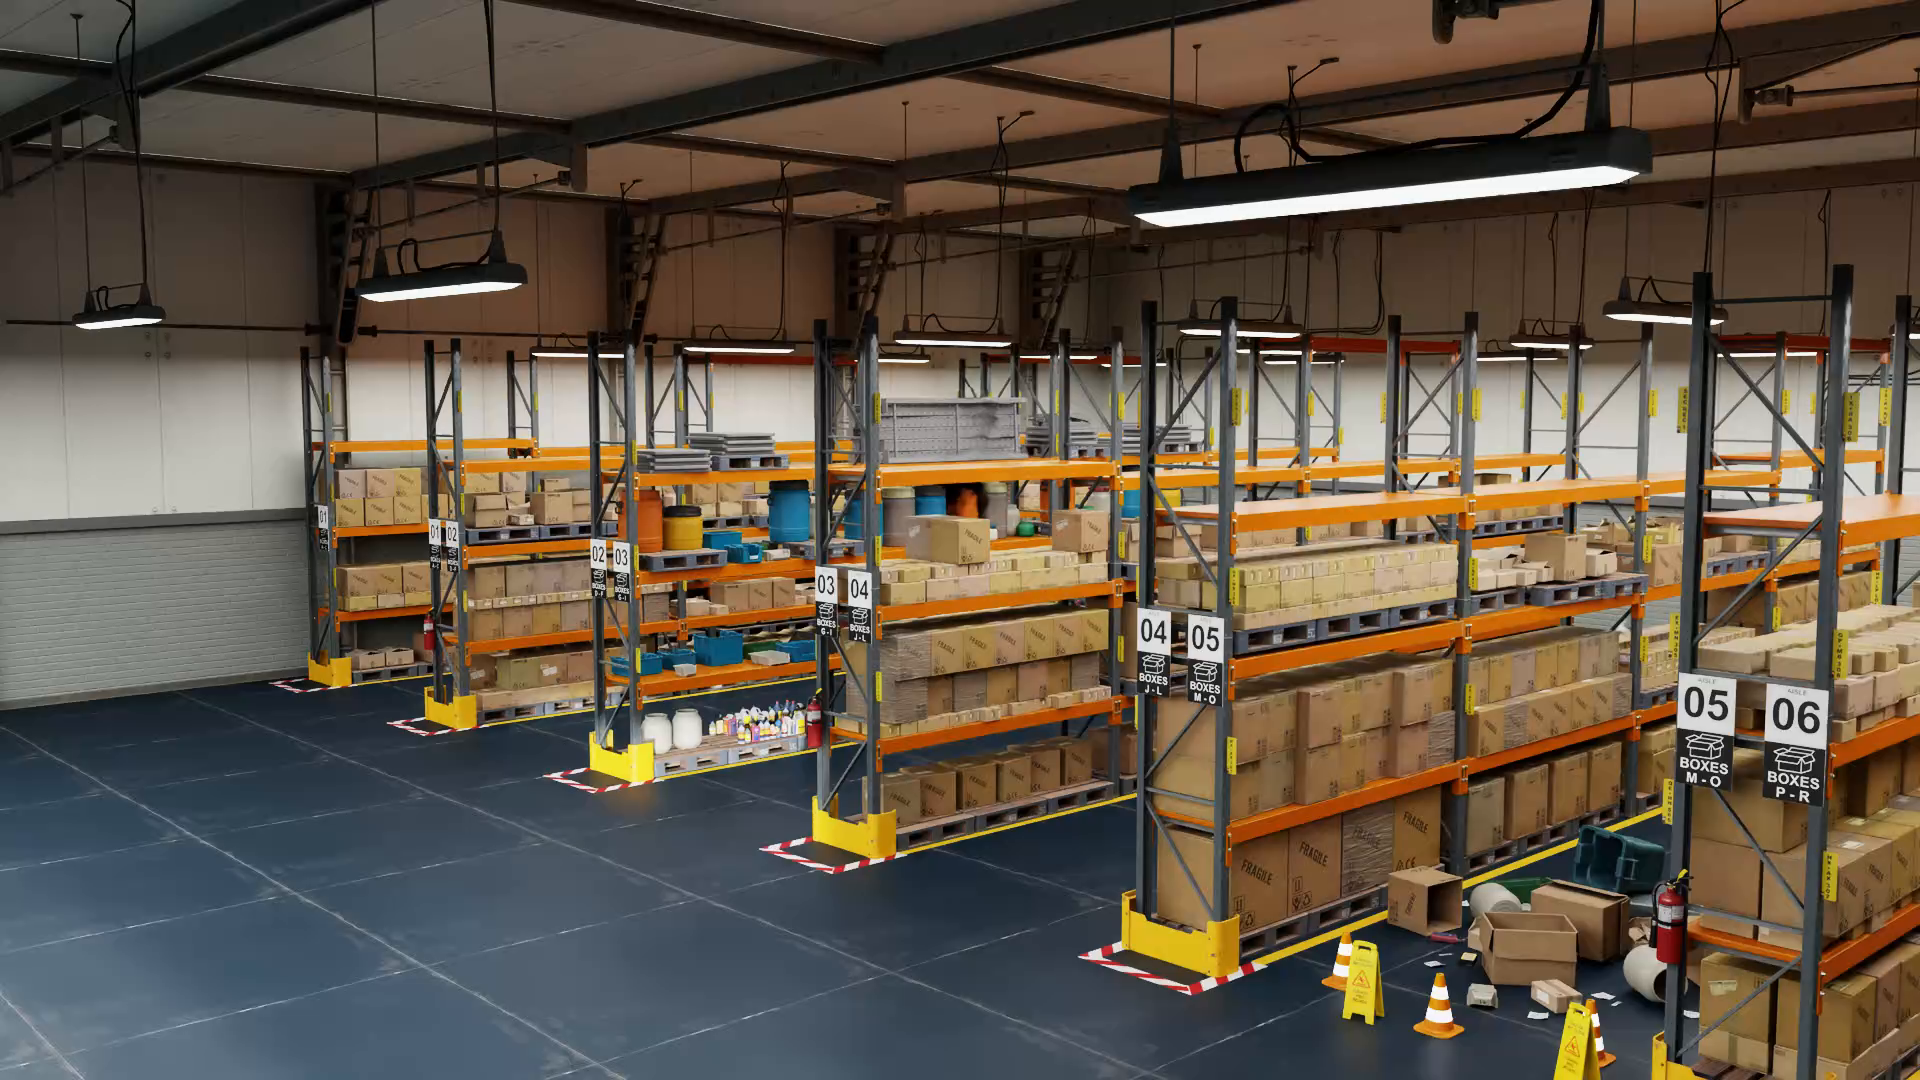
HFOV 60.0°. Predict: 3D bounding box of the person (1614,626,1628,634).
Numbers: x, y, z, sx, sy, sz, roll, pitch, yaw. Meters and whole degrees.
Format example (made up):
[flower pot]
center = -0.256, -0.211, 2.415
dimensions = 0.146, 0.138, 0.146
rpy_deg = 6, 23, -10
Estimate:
[person]
center = 9.808, 2.138, 24.602
dimensions = 0.742, 1.764, 0.683
rpy_deg = -5, 7, -42
